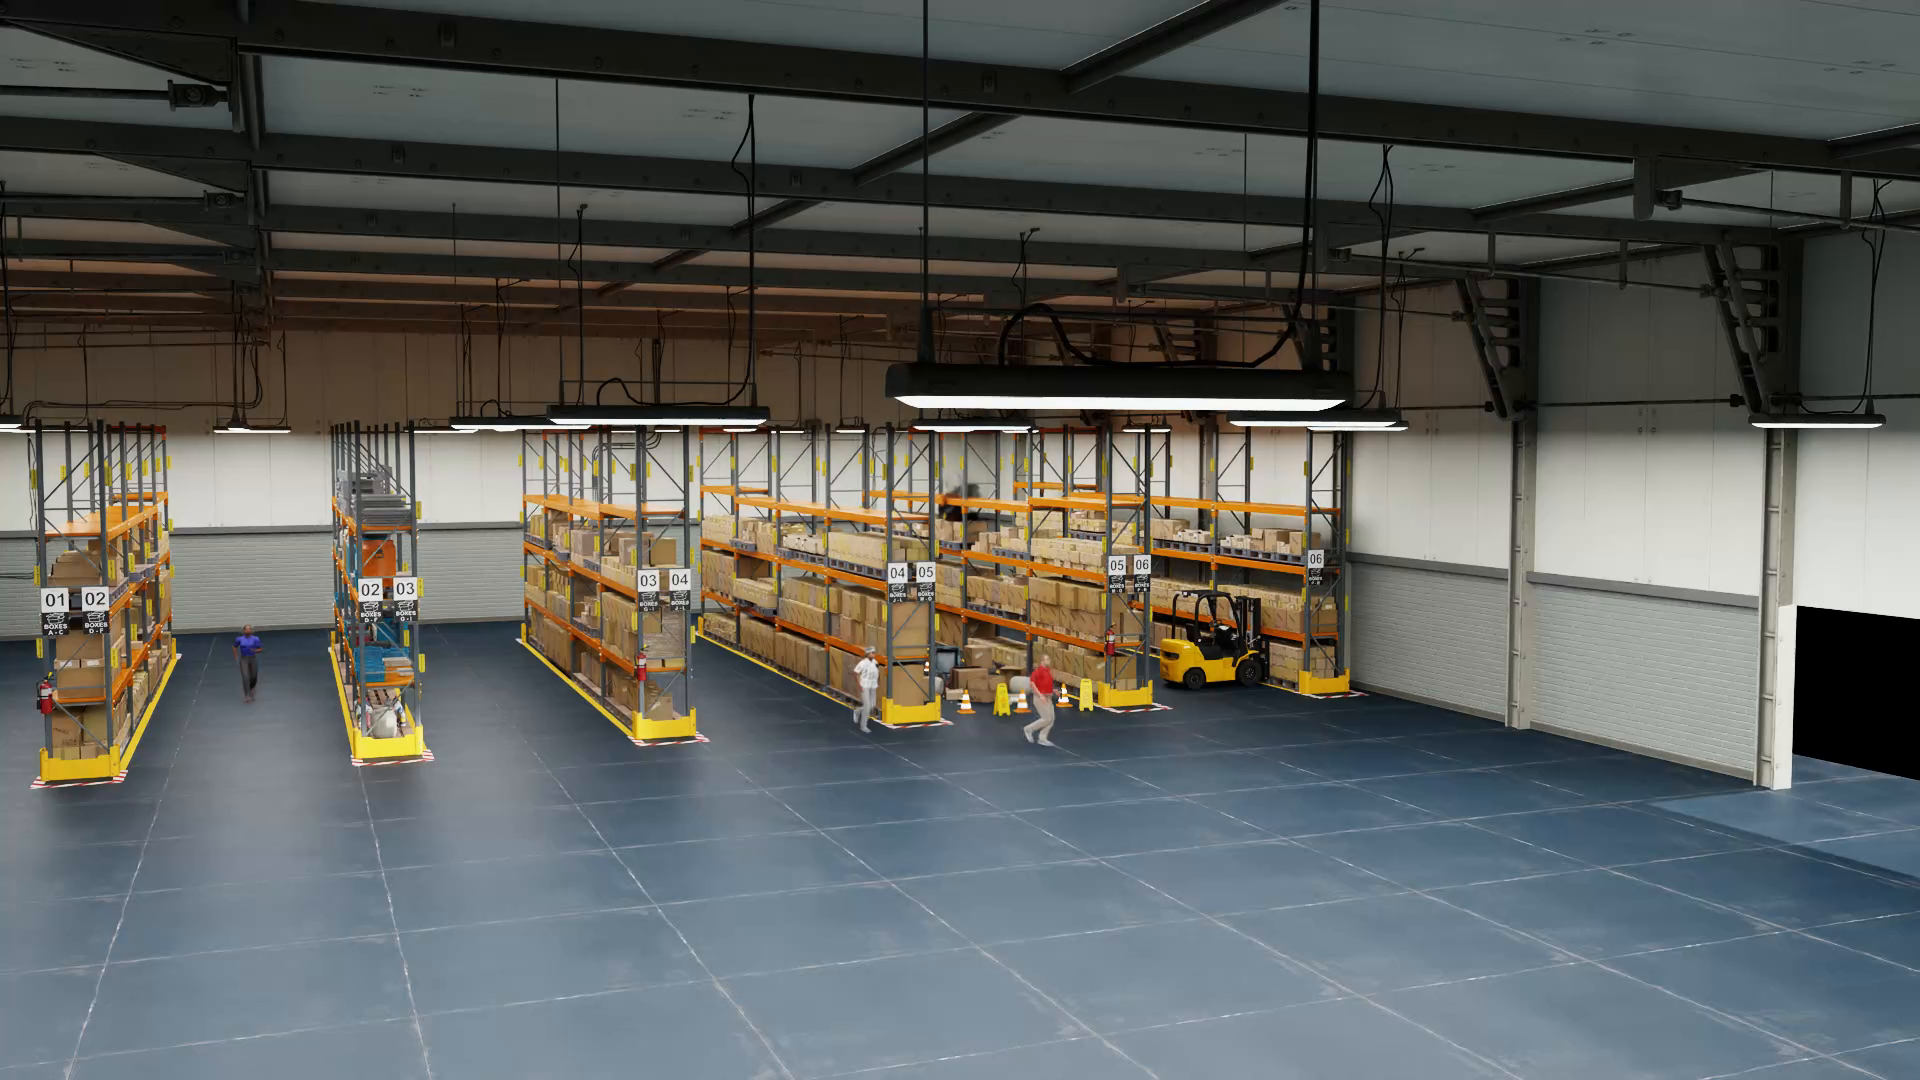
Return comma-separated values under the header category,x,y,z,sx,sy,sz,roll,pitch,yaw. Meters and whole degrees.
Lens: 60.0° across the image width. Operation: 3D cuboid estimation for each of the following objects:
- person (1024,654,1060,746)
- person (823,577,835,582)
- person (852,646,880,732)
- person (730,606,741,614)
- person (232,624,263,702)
category,x,y,z,sx,sy,sz,roll,pitch,yaw
person,1.513,2.958,30.818,0.599,1.702,0.682,1,4,22
person,-4.005,1.688,50.928,0.668,1.742,0.711,-1,4,-22
person,-1.831,2.890,32.478,0.619,1.657,0.627,-3,5,-43
person,-6.625,1.779,49.497,0.529,1.715,0.772,2,4,29
person,-15.383,2.640,35.944,0.583,1.632,0.886,-2,4,-28
